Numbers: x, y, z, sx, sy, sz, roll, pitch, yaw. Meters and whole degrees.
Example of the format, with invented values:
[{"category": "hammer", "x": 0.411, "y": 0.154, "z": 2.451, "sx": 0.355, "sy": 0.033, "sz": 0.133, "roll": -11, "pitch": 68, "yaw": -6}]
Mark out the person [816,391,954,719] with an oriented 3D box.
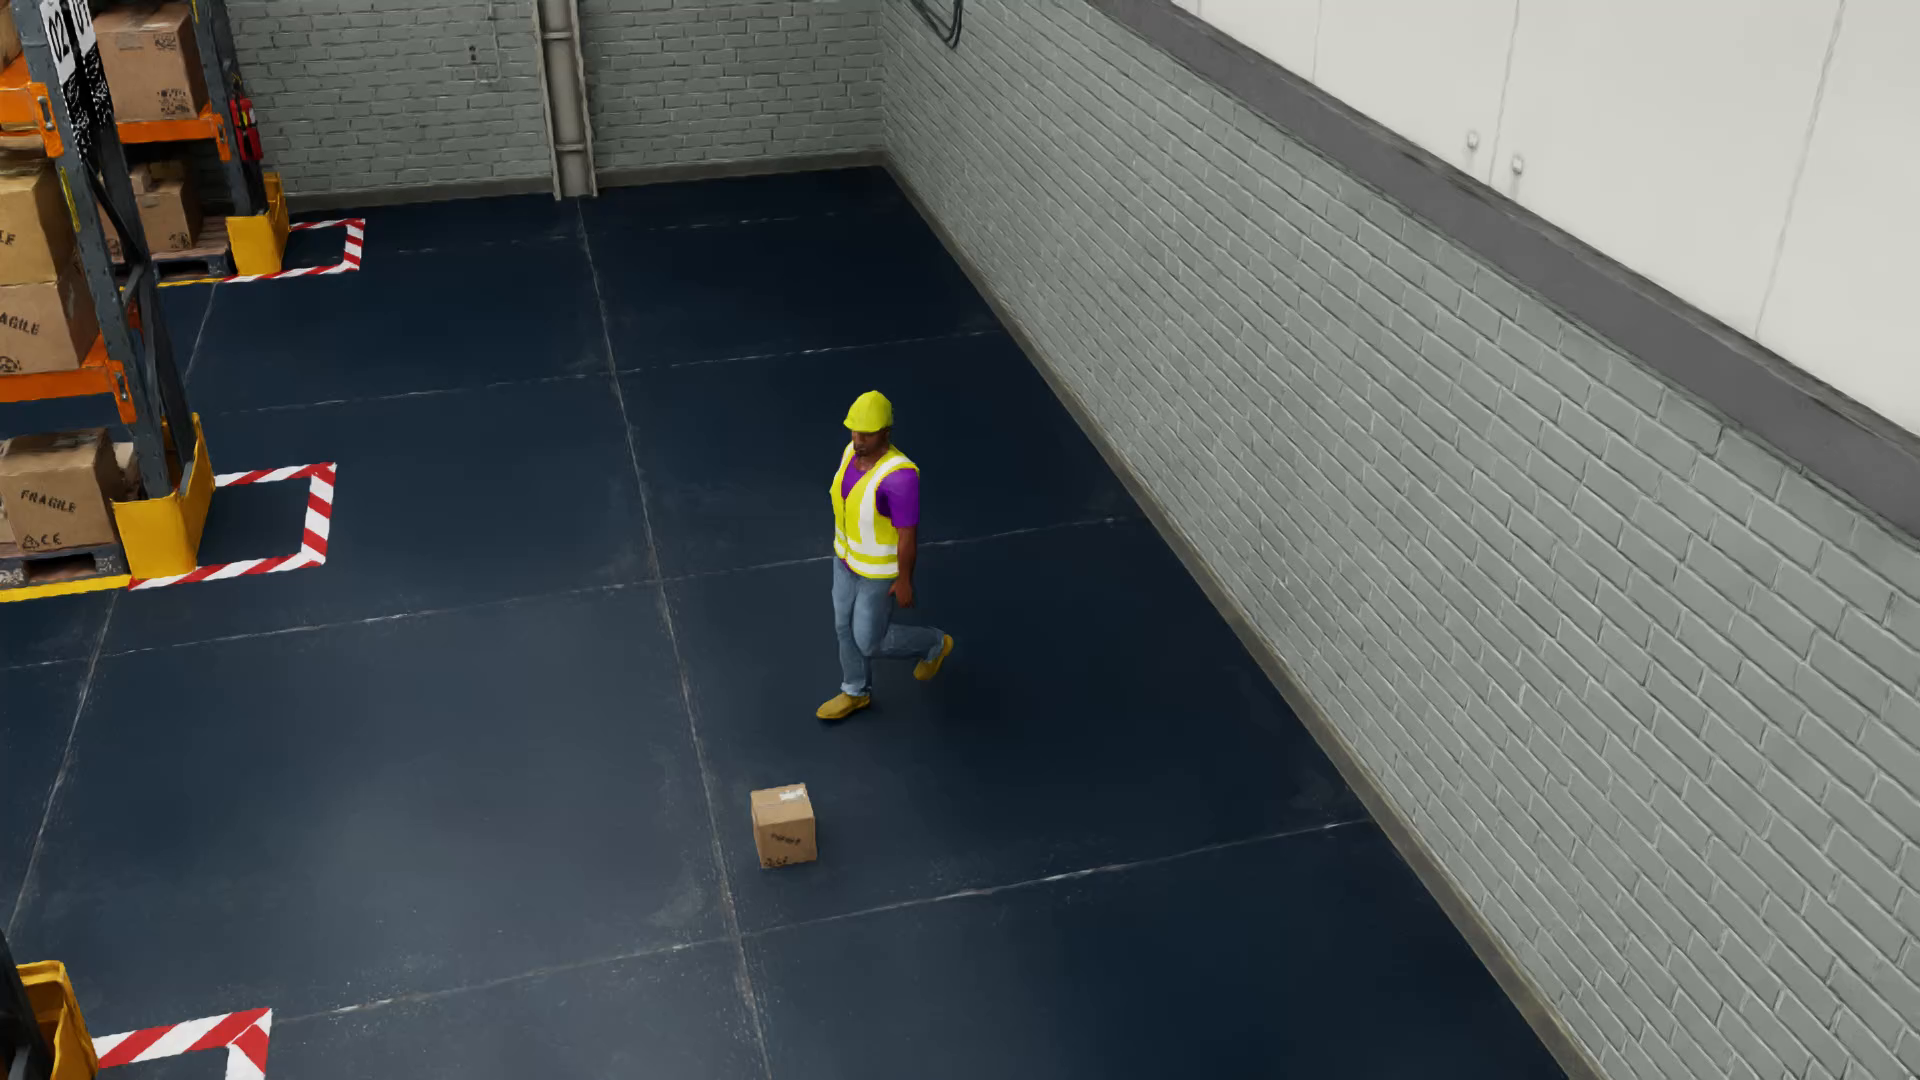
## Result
[{"category": "person", "x": -0.378, "y": 0.086, "z": 8.057, "sx": 0.714, "sy": 1.748, "sz": 0.587, "roll": -19, "pitch": 35, "yaw": -29}]
